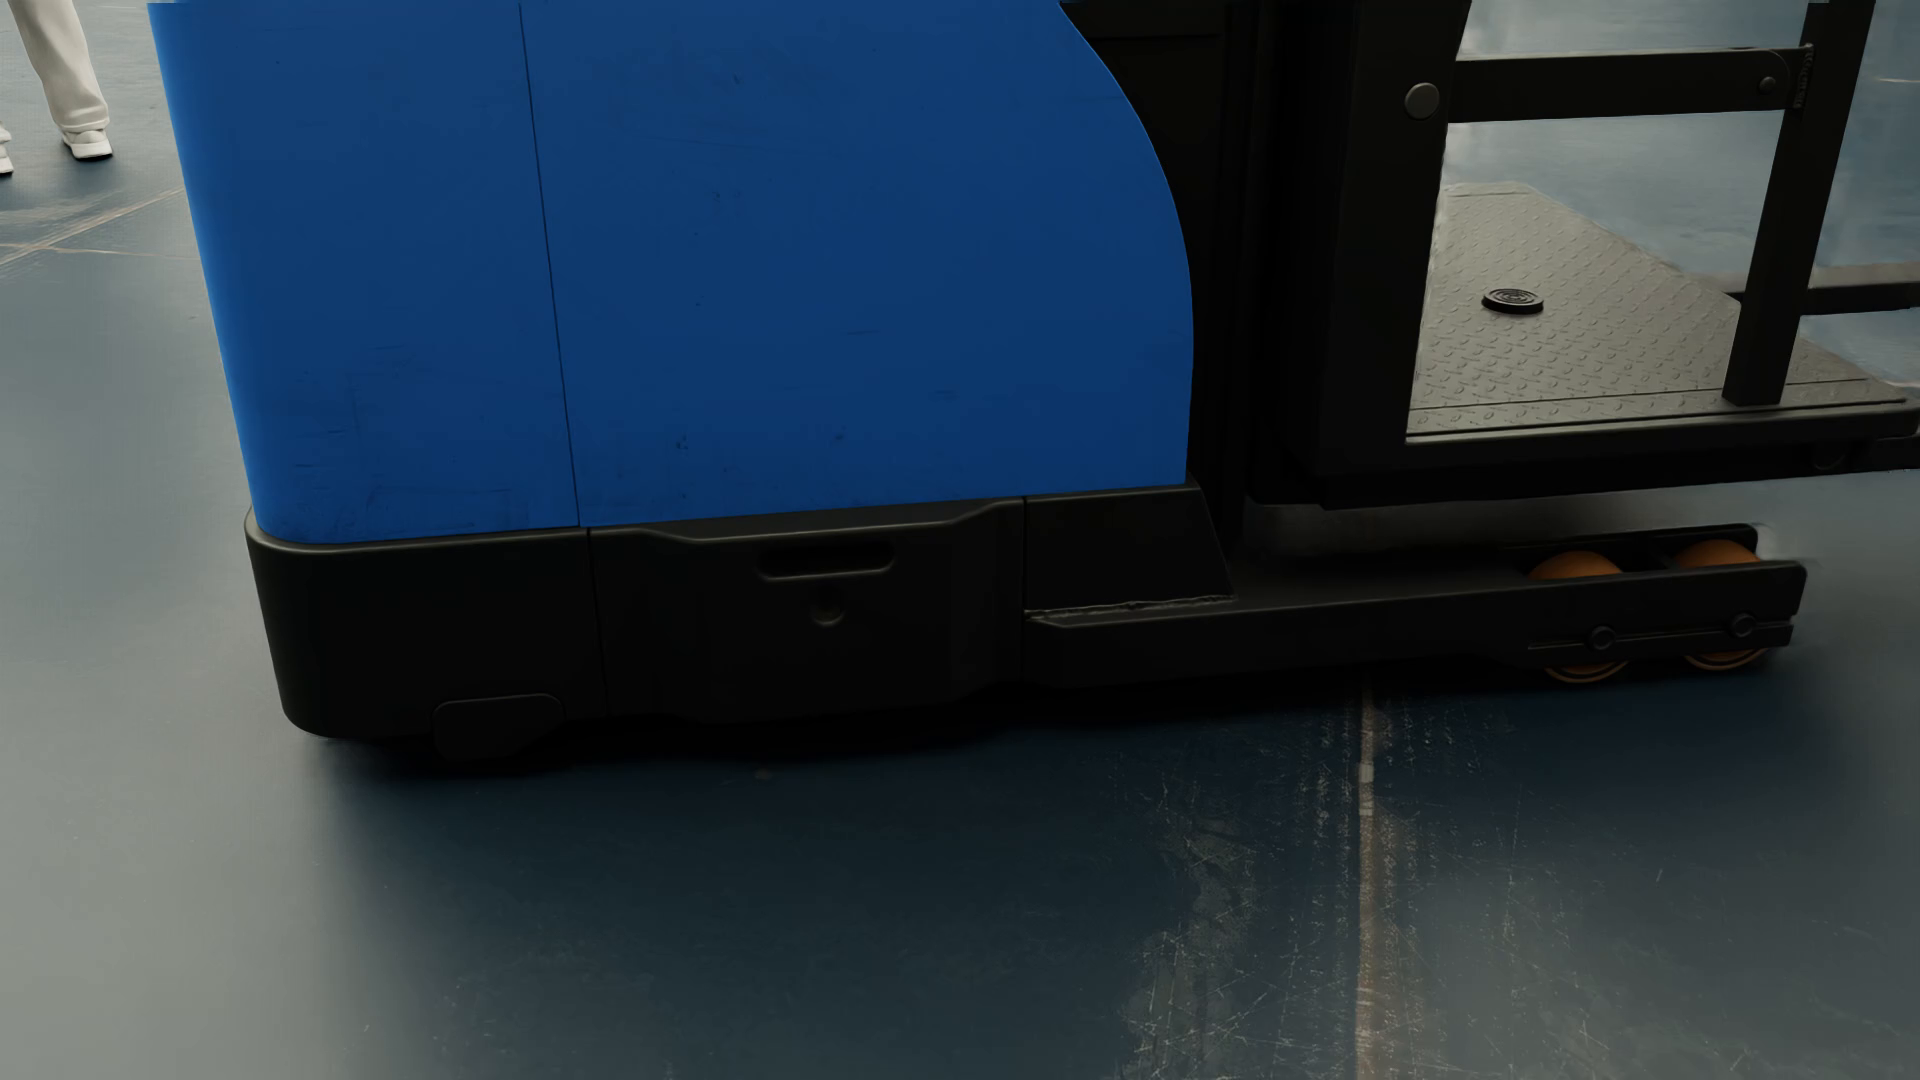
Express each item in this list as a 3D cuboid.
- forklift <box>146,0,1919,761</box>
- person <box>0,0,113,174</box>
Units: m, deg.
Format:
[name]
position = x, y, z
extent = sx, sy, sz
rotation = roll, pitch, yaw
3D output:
[forklift]
position = 0.625, -1.356, 1.933
extent = 3.031, 2.935, 1.130
rotation = -4, 27, -9
[person]
position = -2.576, -1.827, 4.154
extent = 0.433, 1.773, 0.643
rotation = 22, 34, 36
